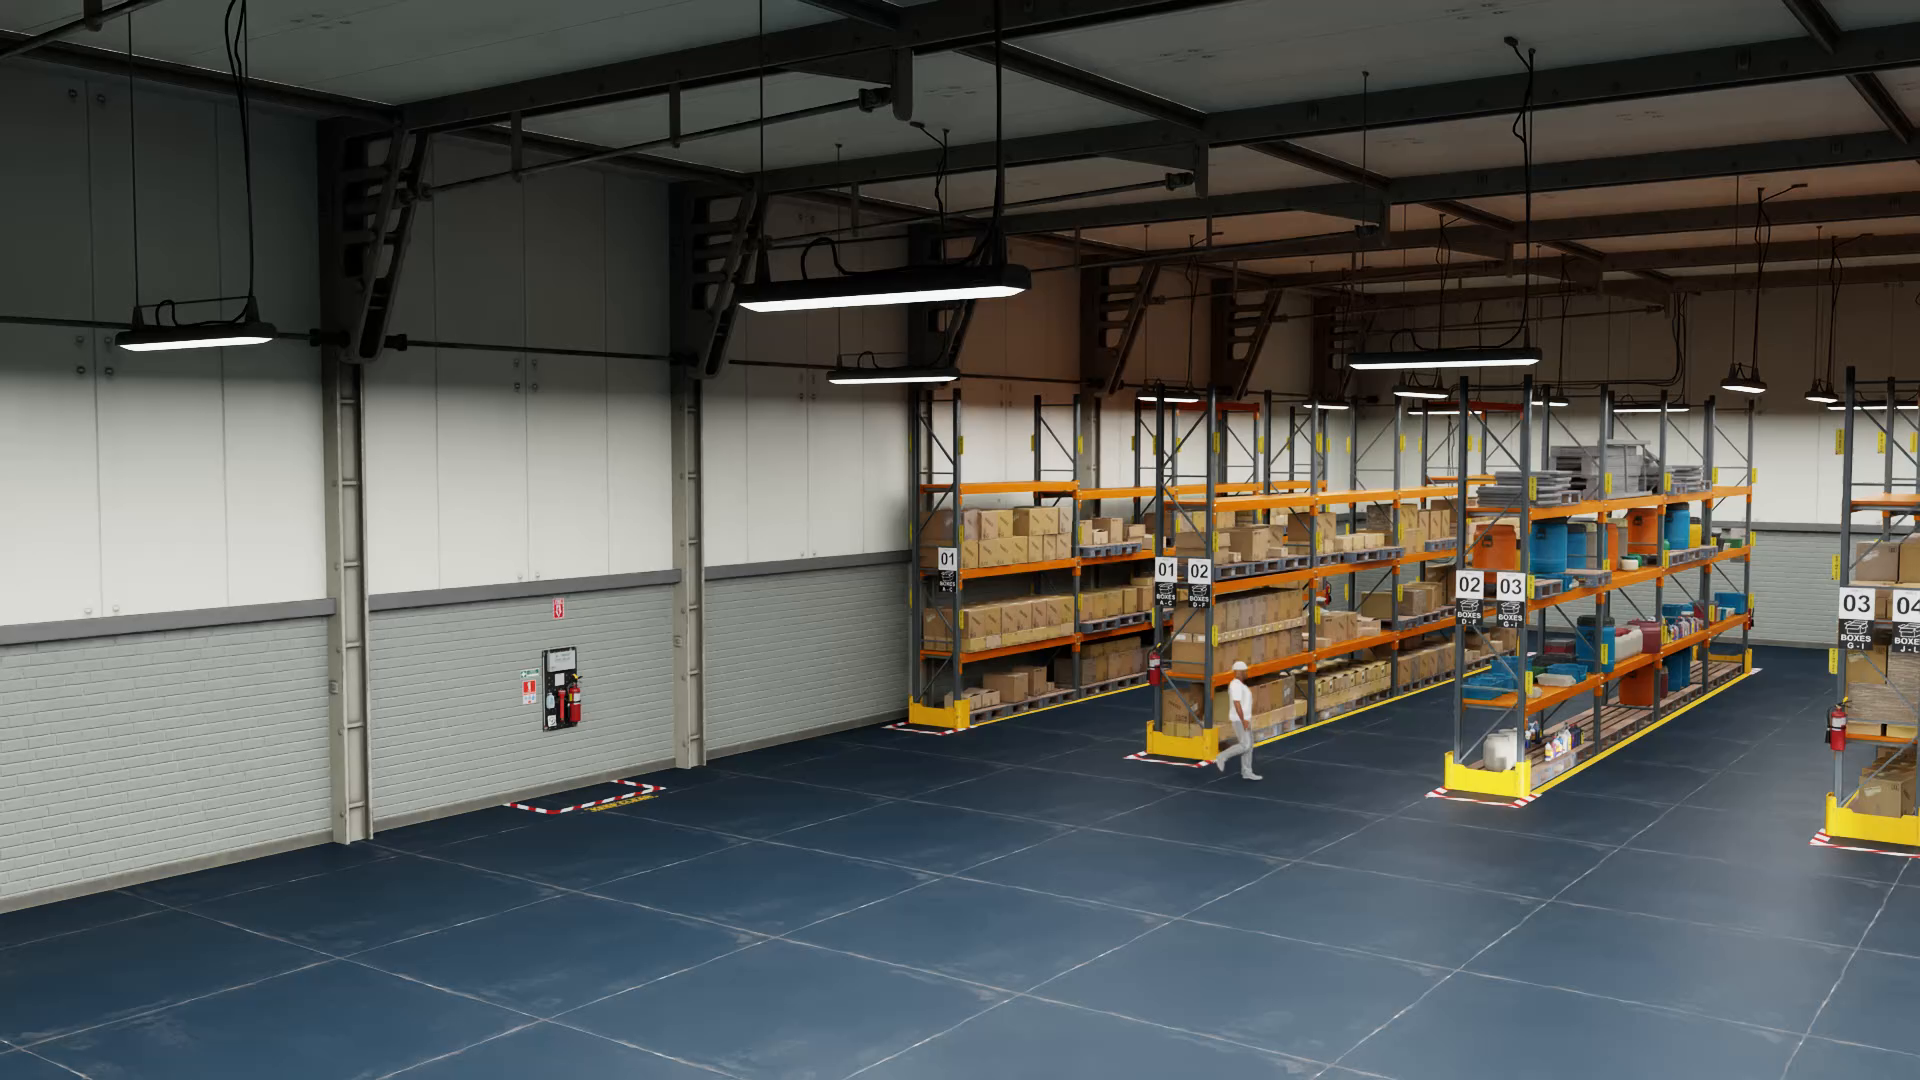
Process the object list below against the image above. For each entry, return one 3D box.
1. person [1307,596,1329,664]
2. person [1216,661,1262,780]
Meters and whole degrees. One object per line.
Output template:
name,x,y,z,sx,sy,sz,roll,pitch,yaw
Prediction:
person,7.662,2.099,35.491,0.587,1.758,0.481,0,3,0
person,4.199,2.699,24.904,0.694,1.753,0.590,1,3,20
